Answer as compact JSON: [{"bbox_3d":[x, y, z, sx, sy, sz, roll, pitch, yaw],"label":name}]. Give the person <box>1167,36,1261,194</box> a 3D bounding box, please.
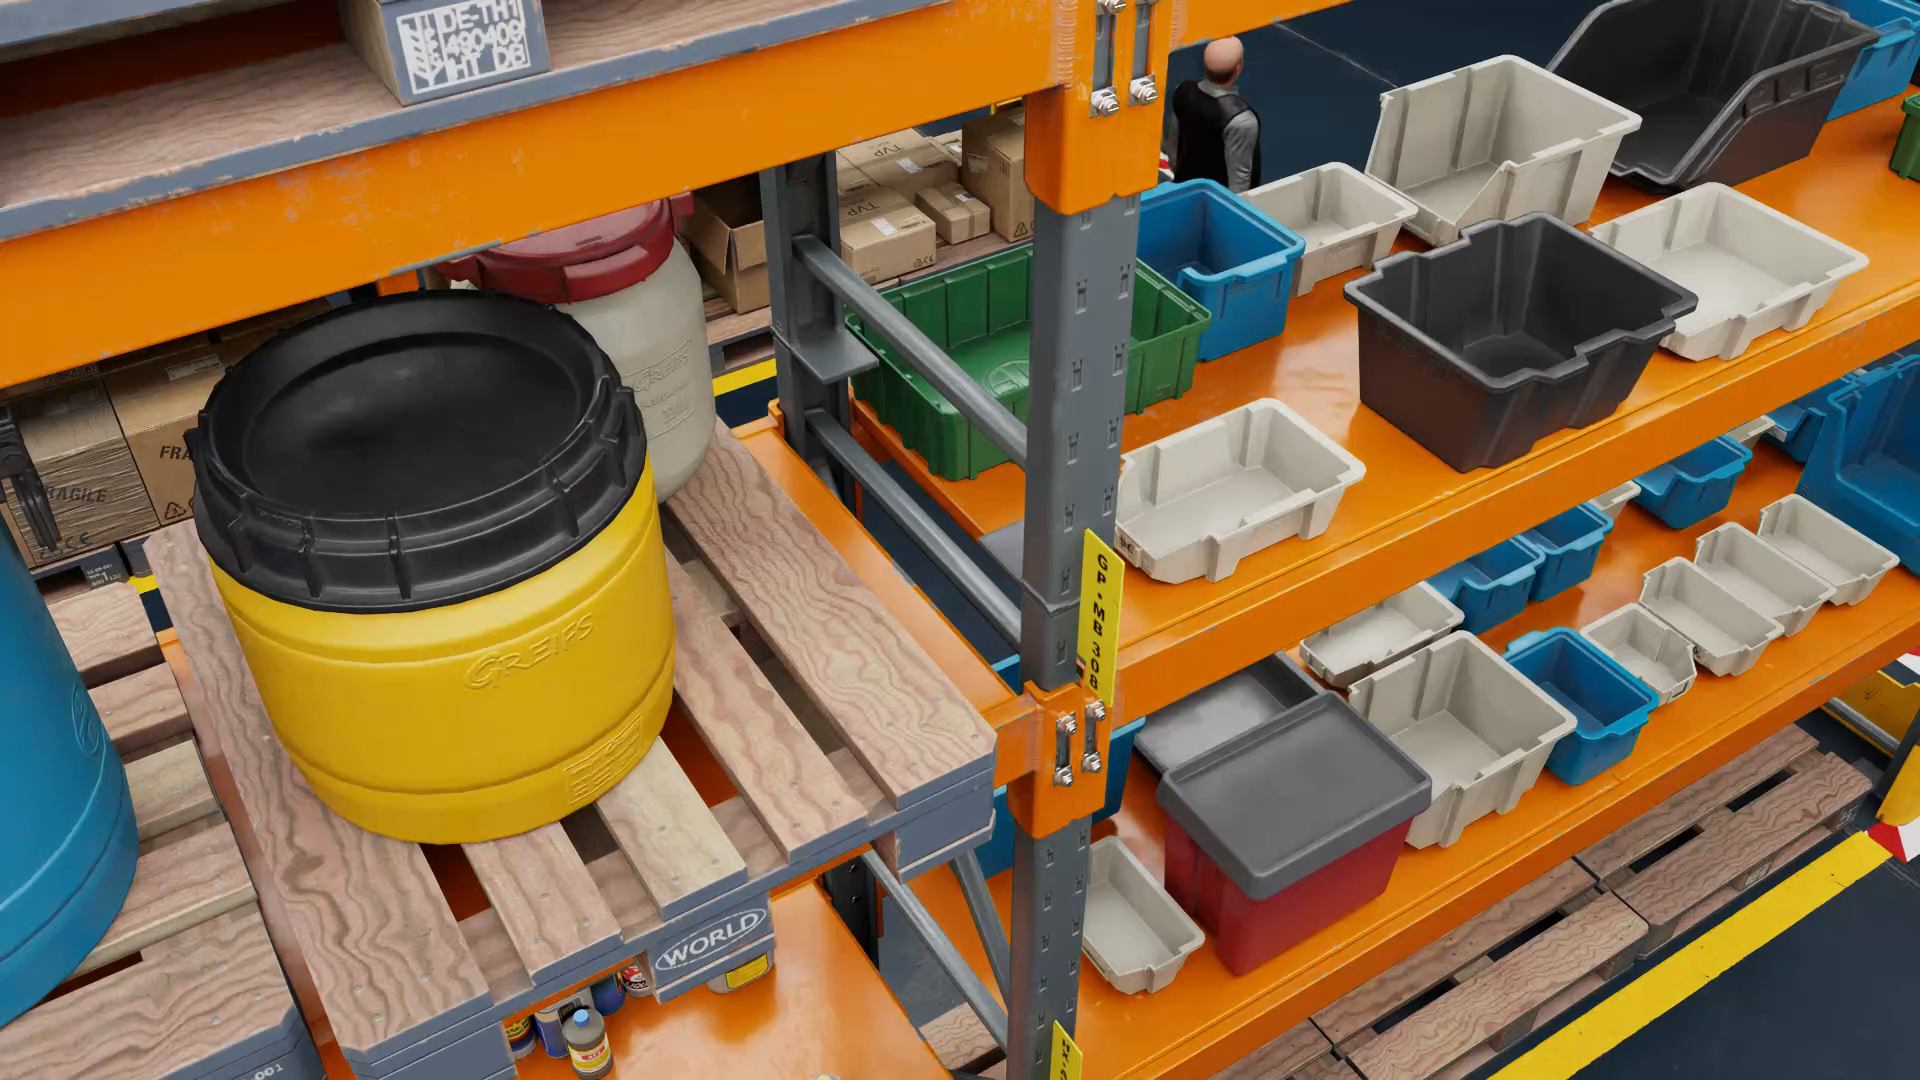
[{"bbox_3d":[1.205,-1.668,8.126,0.856,1.687,0.550,-30,49,-30],"label":"person"}]
